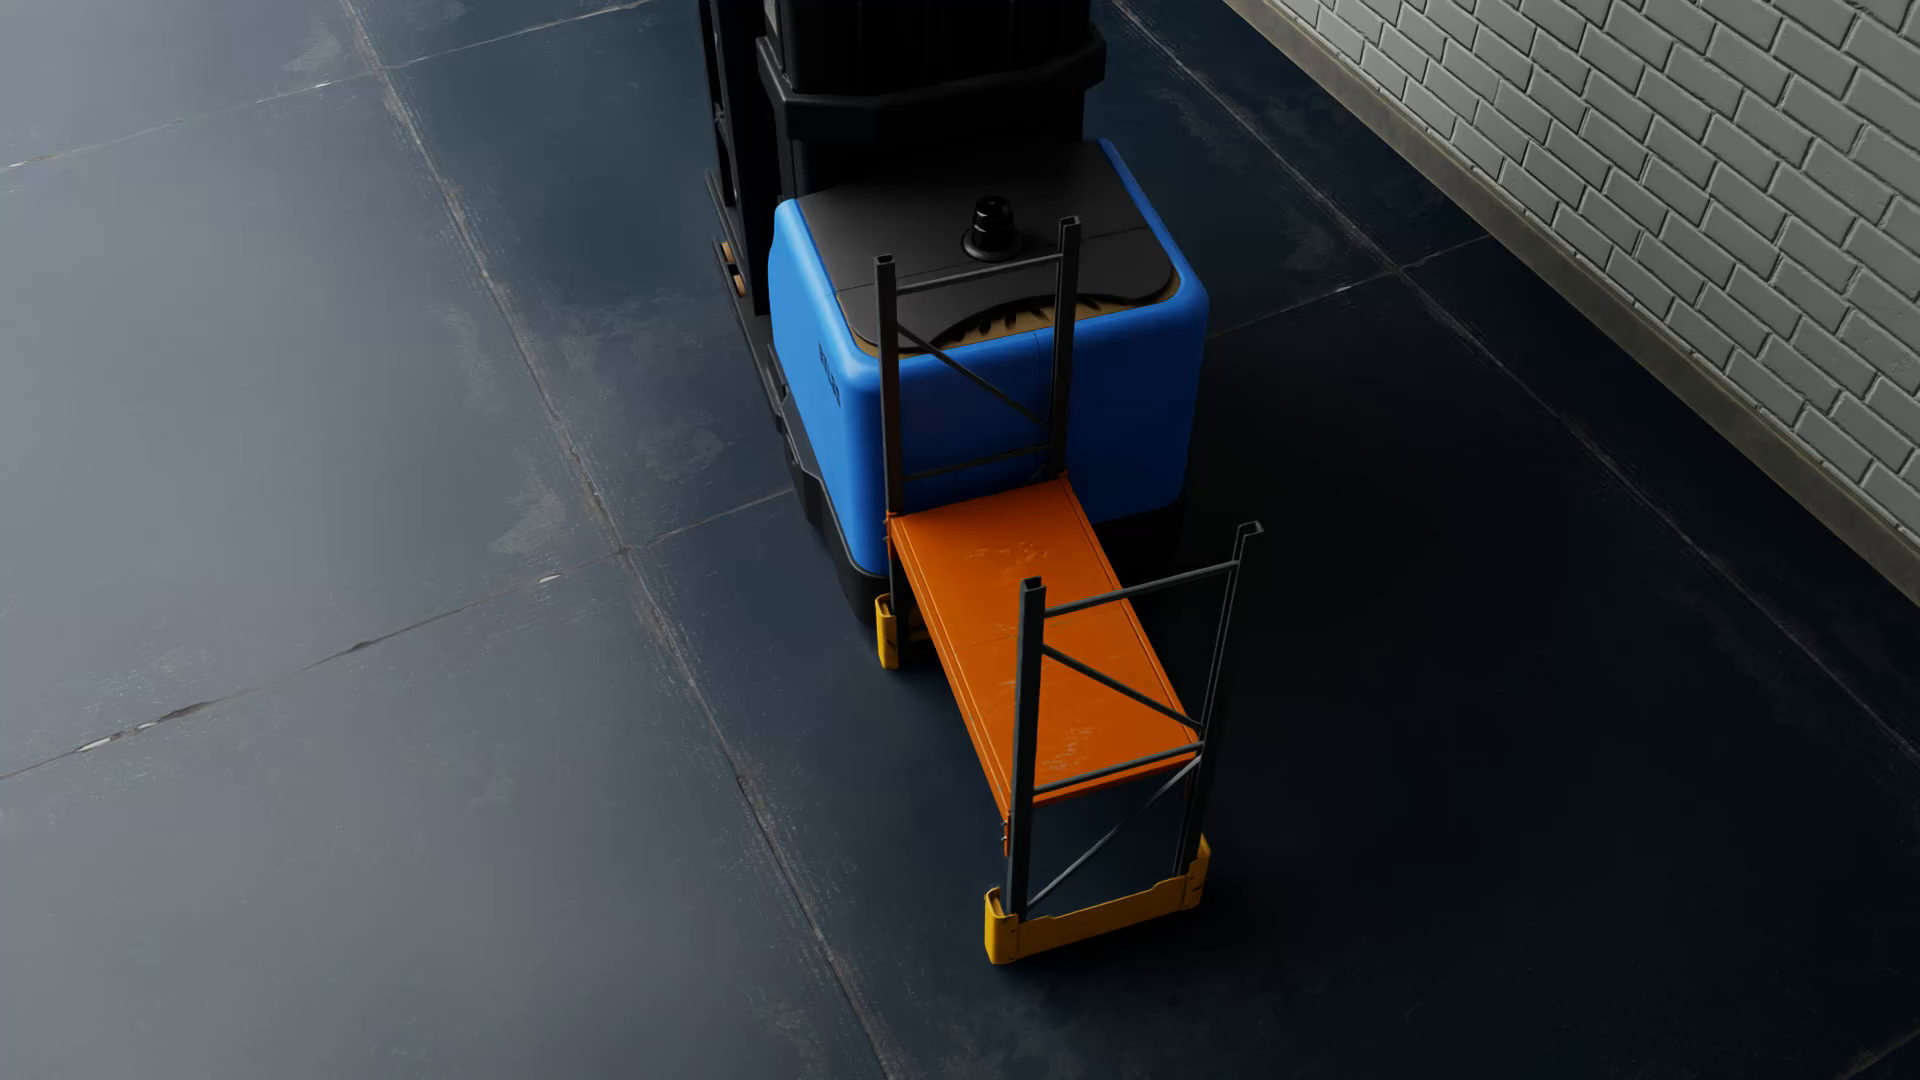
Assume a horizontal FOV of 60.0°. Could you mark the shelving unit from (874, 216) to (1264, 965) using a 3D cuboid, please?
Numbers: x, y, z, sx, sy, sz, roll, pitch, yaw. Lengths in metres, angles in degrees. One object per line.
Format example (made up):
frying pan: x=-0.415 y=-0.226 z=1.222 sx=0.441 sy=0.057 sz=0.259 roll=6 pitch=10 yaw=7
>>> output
shelving unit: x=0.197 y=0.153 z=4.119 sx=0.587 sy=1.500 sz=1.083 roll=-14 pitch=50 yaw=-12

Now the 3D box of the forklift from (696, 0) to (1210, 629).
forklift: x=-0.255 y=-1.835 z=4.908 sx=1.130 sy=2.935 sz=3.031 roll=-14 pitch=50 yaw=-12

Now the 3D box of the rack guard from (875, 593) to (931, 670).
rack guard: x=0.044 y=0.208 z=4.902 sx=0.587 sy=0.250 sz=0.087 roll=-14 pitch=50 yaw=-12

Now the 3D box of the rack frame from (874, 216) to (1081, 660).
rack frame: x=0.043 y=-0.204 z=4.432 sx=0.500 sy=1.500 sz=0.032 roll=-14 pitch=50 yaw=-12

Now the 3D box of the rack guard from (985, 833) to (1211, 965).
rack guard: x=0.351 y=0.921 z=4.278 sx=0.587 sy=0.250 sz=0.087 roll=-14 pitch=50 yaw=-12

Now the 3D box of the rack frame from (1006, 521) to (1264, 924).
rack frame: x=0.357 y=0.524 z=3.795 sx=0.500 sy=1.500 sz=0.032 roll=-14 pitch=50 yaw=-12

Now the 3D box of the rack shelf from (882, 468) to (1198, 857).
rack shelf: x=0.200 y=0.278 z=4.249 sx=0.538 sy=0.185 sz=1.000 roll=-14 pitch=50 yaw=-12
